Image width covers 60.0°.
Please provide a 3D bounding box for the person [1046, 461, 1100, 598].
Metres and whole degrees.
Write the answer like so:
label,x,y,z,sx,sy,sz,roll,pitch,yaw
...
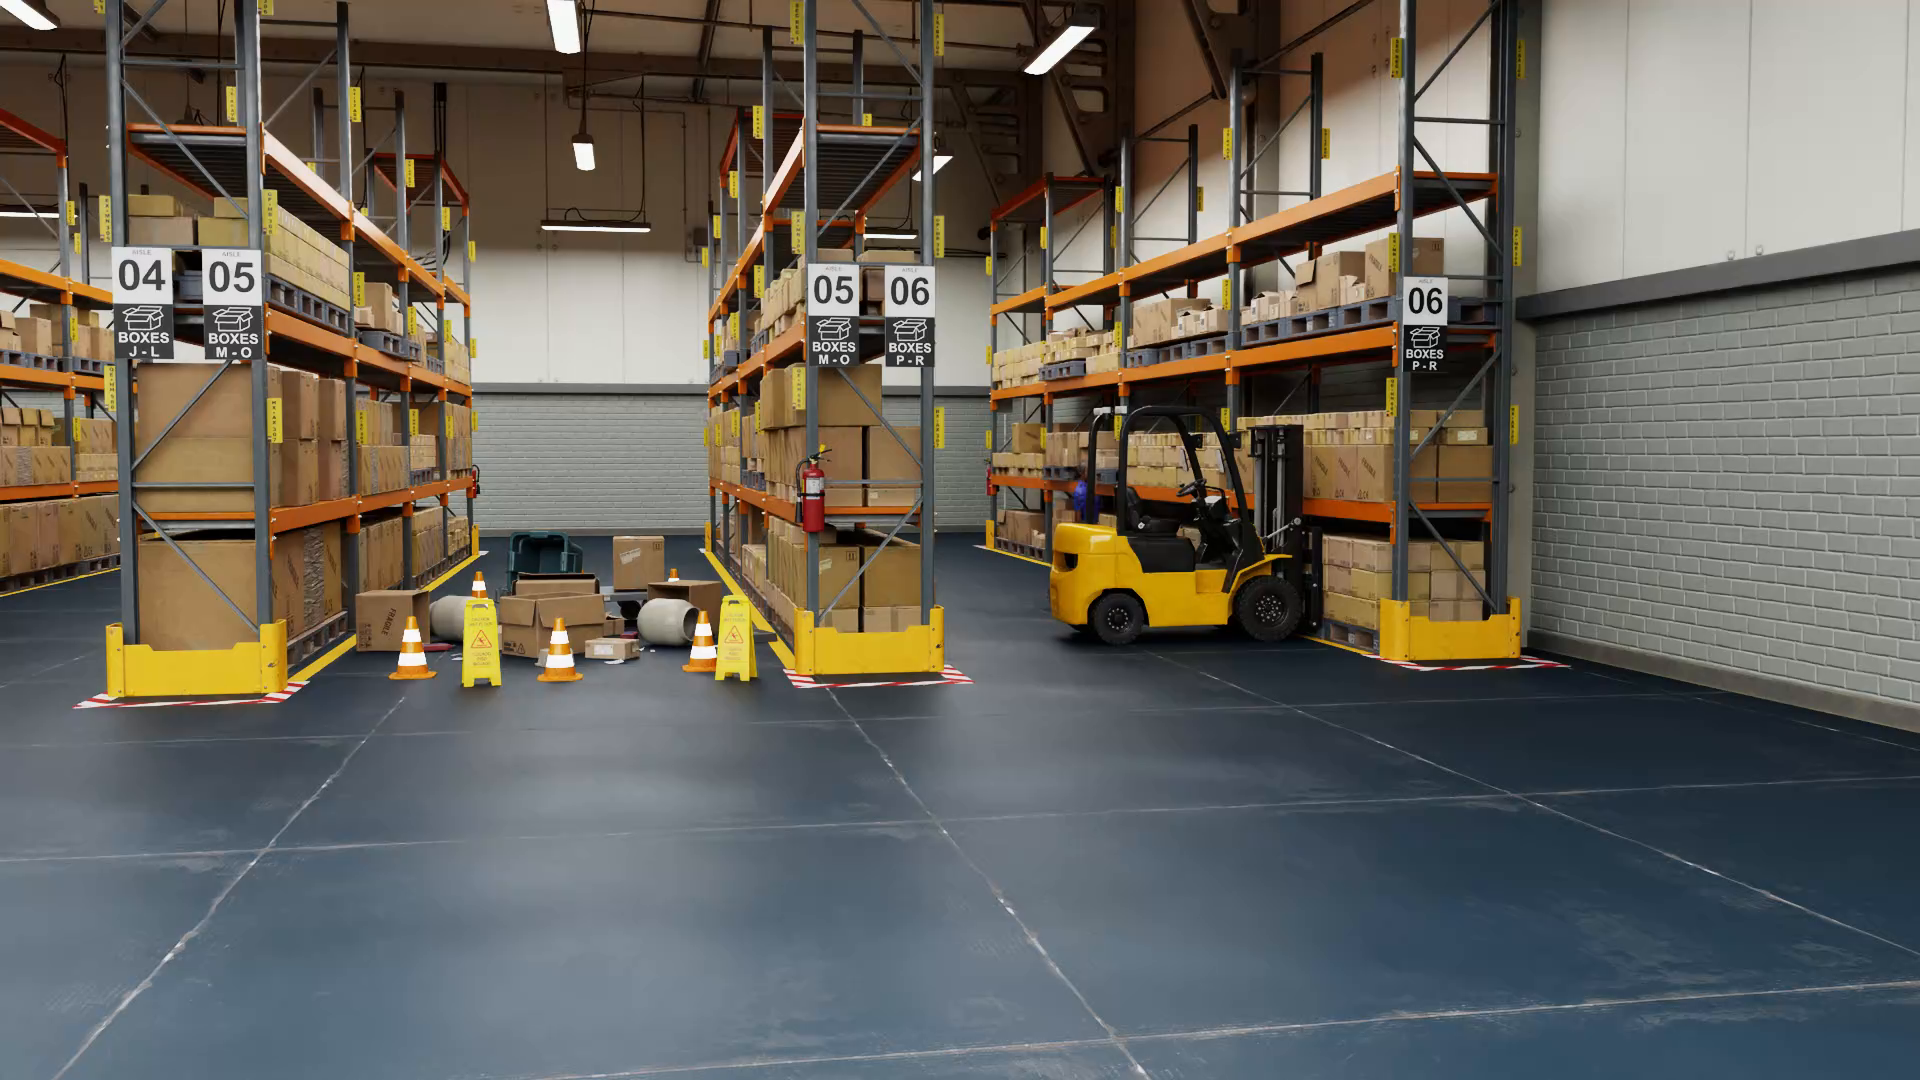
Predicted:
label,x,y,z,sx,sy,sz,roll,pitch,yaw
person,1.414,-0.062,18.281,0.951,1.612,0.456,0,3,8
